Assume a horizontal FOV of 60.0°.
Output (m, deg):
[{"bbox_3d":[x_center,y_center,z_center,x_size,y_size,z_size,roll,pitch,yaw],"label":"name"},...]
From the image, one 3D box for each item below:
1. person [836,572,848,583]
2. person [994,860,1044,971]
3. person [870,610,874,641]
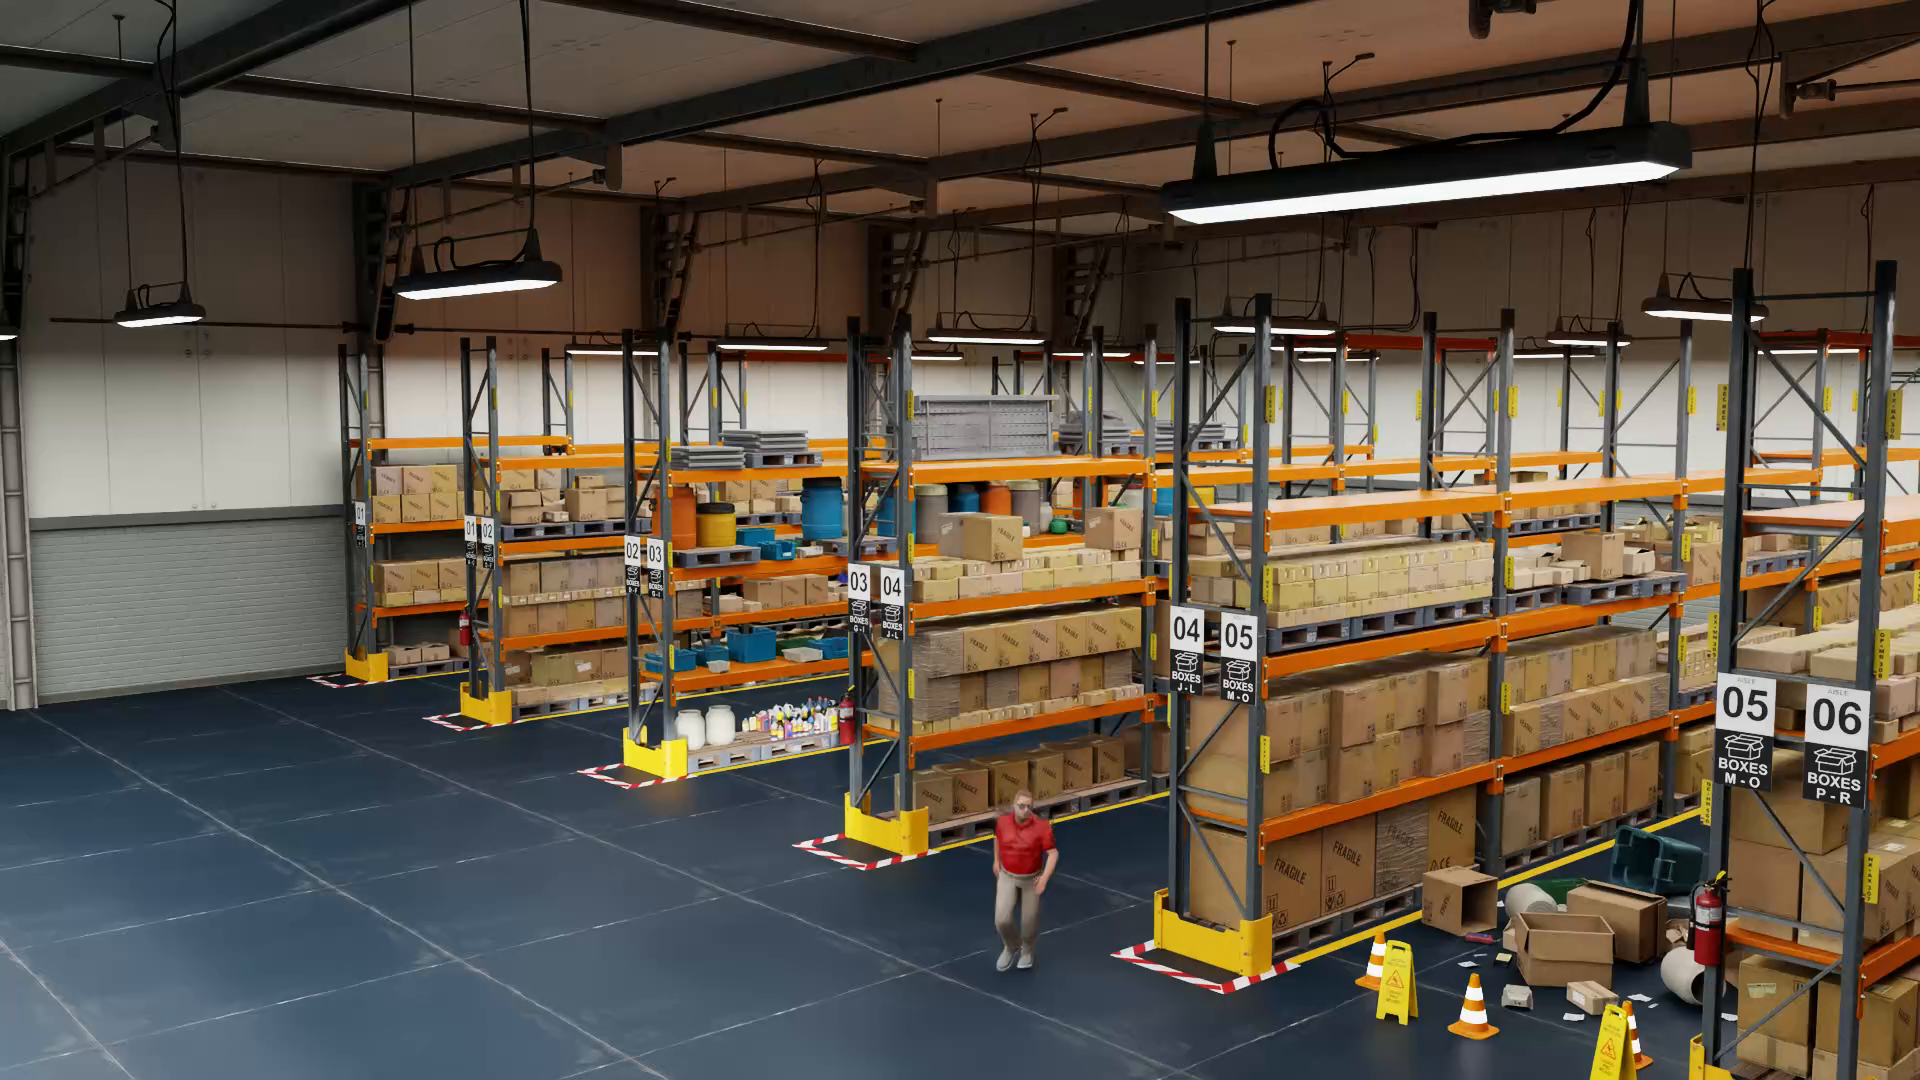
[{"bbox_3d":[-2.332,0.875,34.892,0.516,0.518,0.358,3,6,27],"label":"person"},{"bbox_3d":[0.541,3.441,14.777,0.427,0.778,0.611,1,5,11],"label":"person"},{"bbox_3d":[-1.385,1.910,26.577,0.602,1.752,0.744,2,5,18],"label":"person"}]
